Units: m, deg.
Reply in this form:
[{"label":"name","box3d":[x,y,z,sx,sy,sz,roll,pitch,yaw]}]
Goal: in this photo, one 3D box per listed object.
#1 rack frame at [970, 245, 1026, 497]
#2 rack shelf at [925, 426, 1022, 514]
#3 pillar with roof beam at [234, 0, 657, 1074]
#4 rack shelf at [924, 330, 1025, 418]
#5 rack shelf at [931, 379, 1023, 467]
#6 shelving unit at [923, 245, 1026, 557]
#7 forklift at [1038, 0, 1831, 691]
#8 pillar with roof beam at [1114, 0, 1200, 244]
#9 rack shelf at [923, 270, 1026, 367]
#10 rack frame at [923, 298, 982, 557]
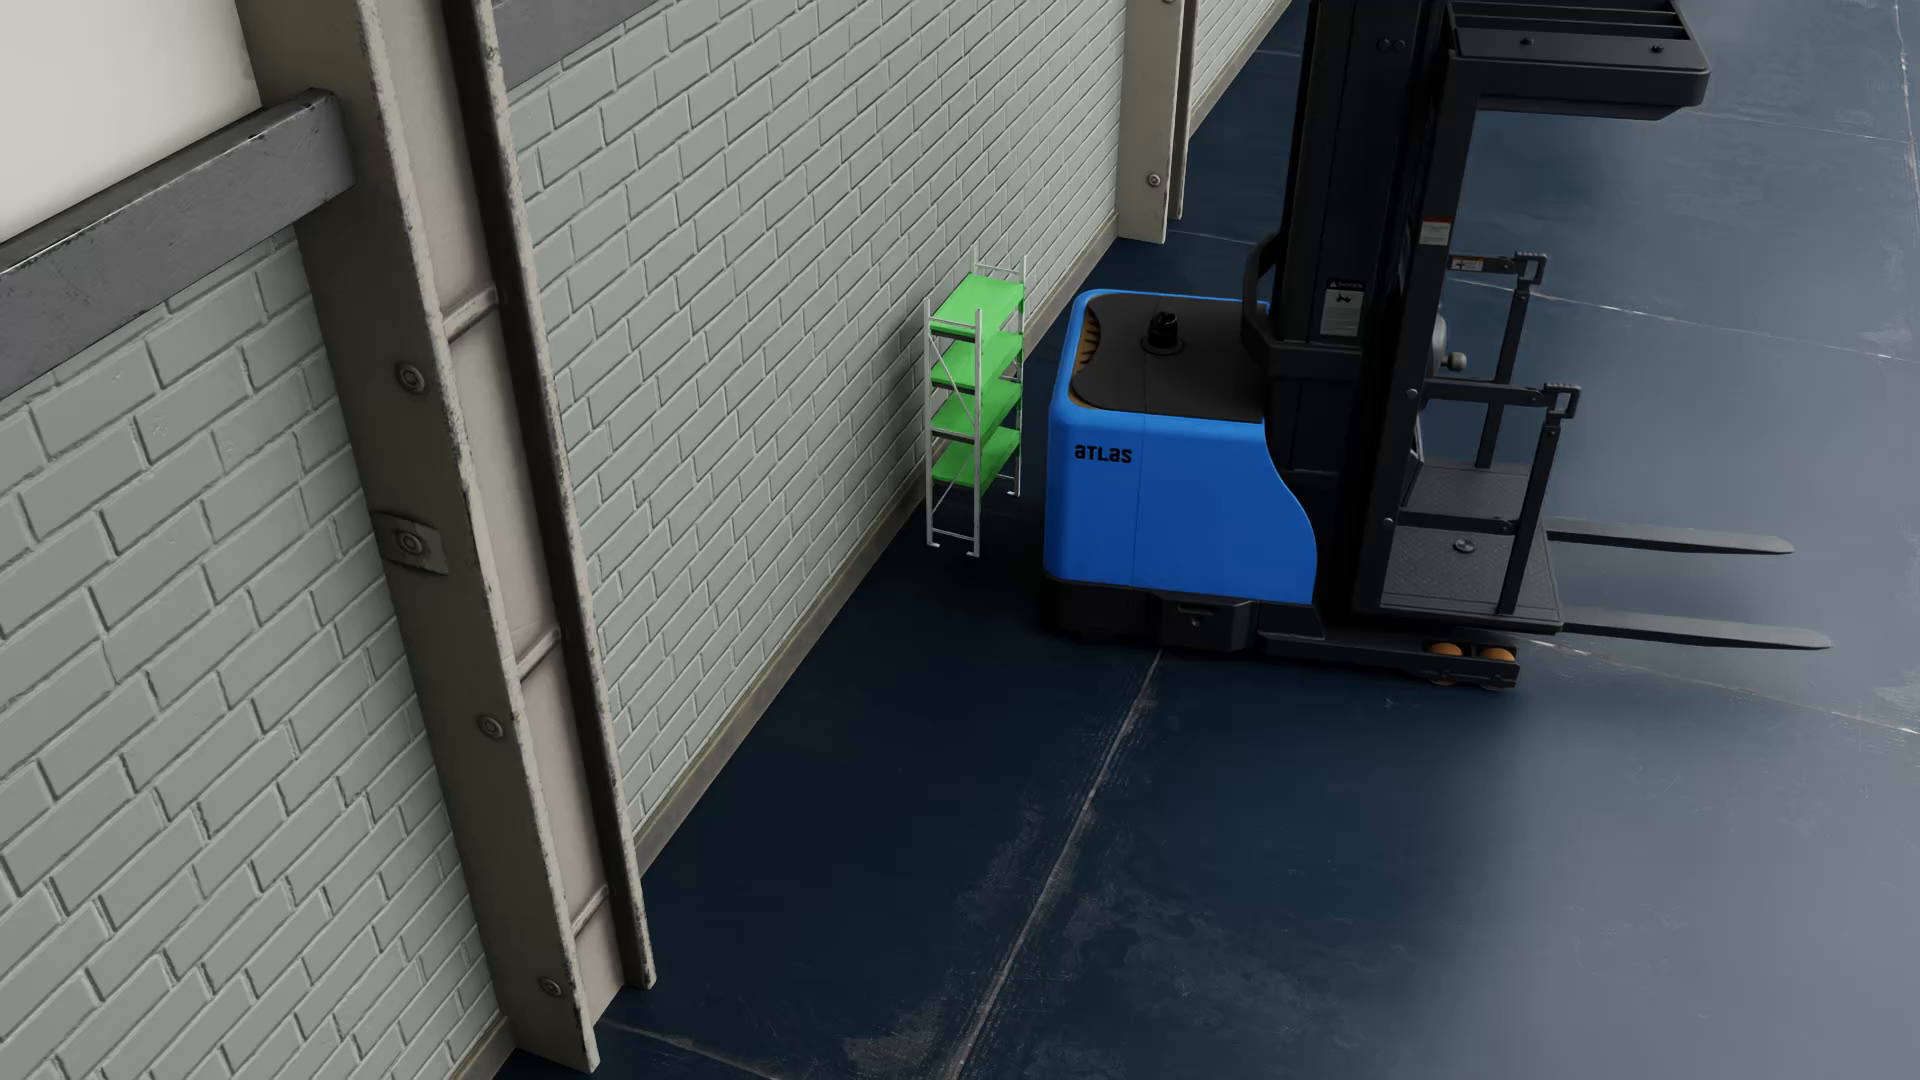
[{"label":"rack frame","box3d":[0.156,-0.707,7.194,0.240,1.200,0.015,14,39,18]},{"label":"rack shelf","box3d":[0.063,-0.329,7.195,0.258,0.148,0.480,14,39,18]},{"label":"pillar with roof beam","box3d":[2.789,-1.139,1.257,9.100,9.000,0.400,14,39,18]},{"label":"rack shelf","box3d":[0.063,-0.713,6.908,0.258,0.148,0.480,14,39,18]},{"label":"rack shelf","box3d":[0.063,-0.521,7.052,0.258,0.148,0.480,14,39,18]},{"label":"shelving unit","box3d":[0.063,-0.572,7.013,0.258,1.200,0.503,14,39,18]},{"label":"forklift","box3d":[1.880,-0.933,6.050,3.031,2.935,1.130,6,37,7]},{"label":"pillar with roof beam","box3d":[5.072,-4.461,5.702,9.100,9.000,0.400,14,39,18]},{"label":"rack shelf","box3d":[0.063,-0.906,6.764,0.258,0.148,0.480,14,39,18]},{"label":"rack frame","box3d":[-0.030,-0.437,6.833,0.240,1.200,0.015,14,39,18]}]
